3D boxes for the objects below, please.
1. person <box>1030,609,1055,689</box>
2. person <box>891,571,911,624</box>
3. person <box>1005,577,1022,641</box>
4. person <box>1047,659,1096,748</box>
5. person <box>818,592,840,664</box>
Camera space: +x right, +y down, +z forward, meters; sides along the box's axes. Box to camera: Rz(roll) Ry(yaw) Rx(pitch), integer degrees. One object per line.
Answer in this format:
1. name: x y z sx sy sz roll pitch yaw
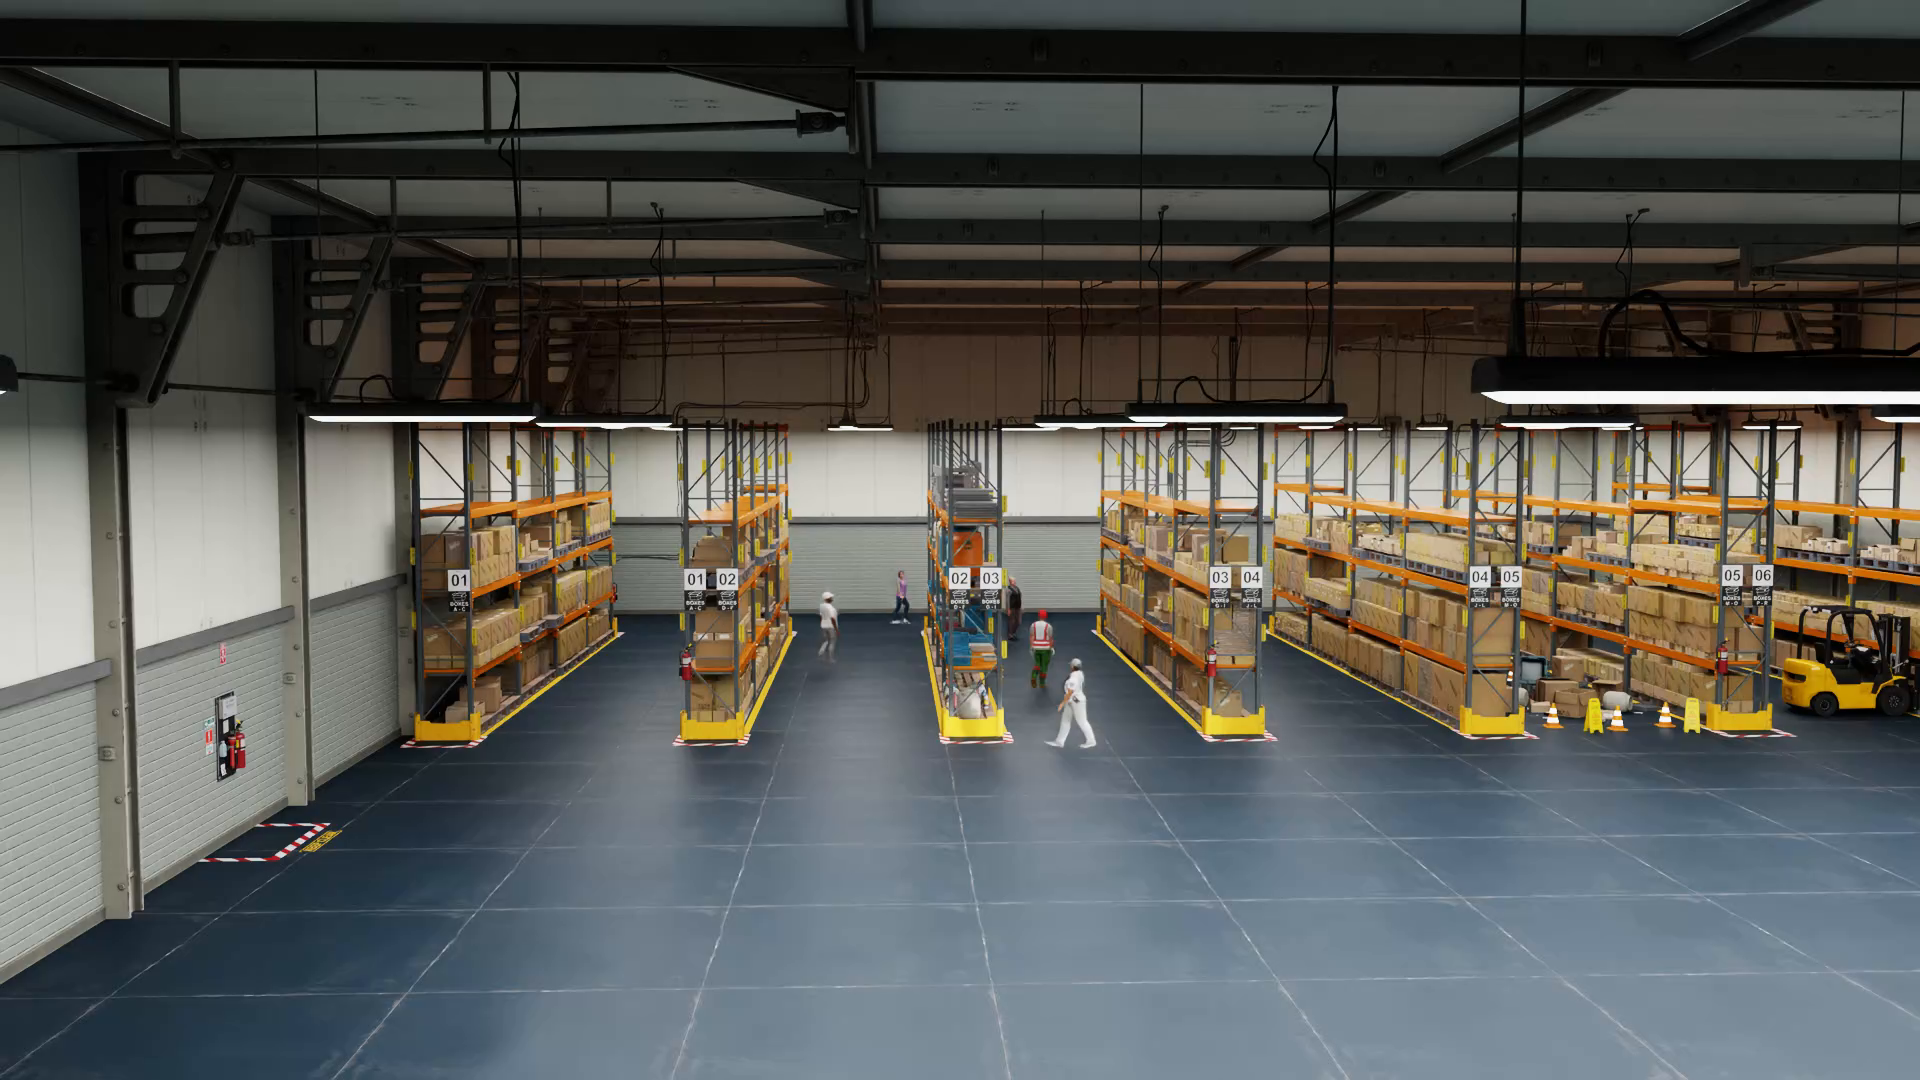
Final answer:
1. person: 1.827 2.435 37.158 0.541 1.782 0.497 3 4 35
2. person: -1.776 1.729 49.915 0.574 1.614 0.566 0 4 4
3. person: 1.426 1.862 44.846 0.432 1.726 0.587 4 5 45
4. person: 2.034 2.960 30.204 0.873 1.622 0.479 -1 4 -11
5. person: -3.186 2.126 40.184 0.584 1.756 0.543 3 5 39
